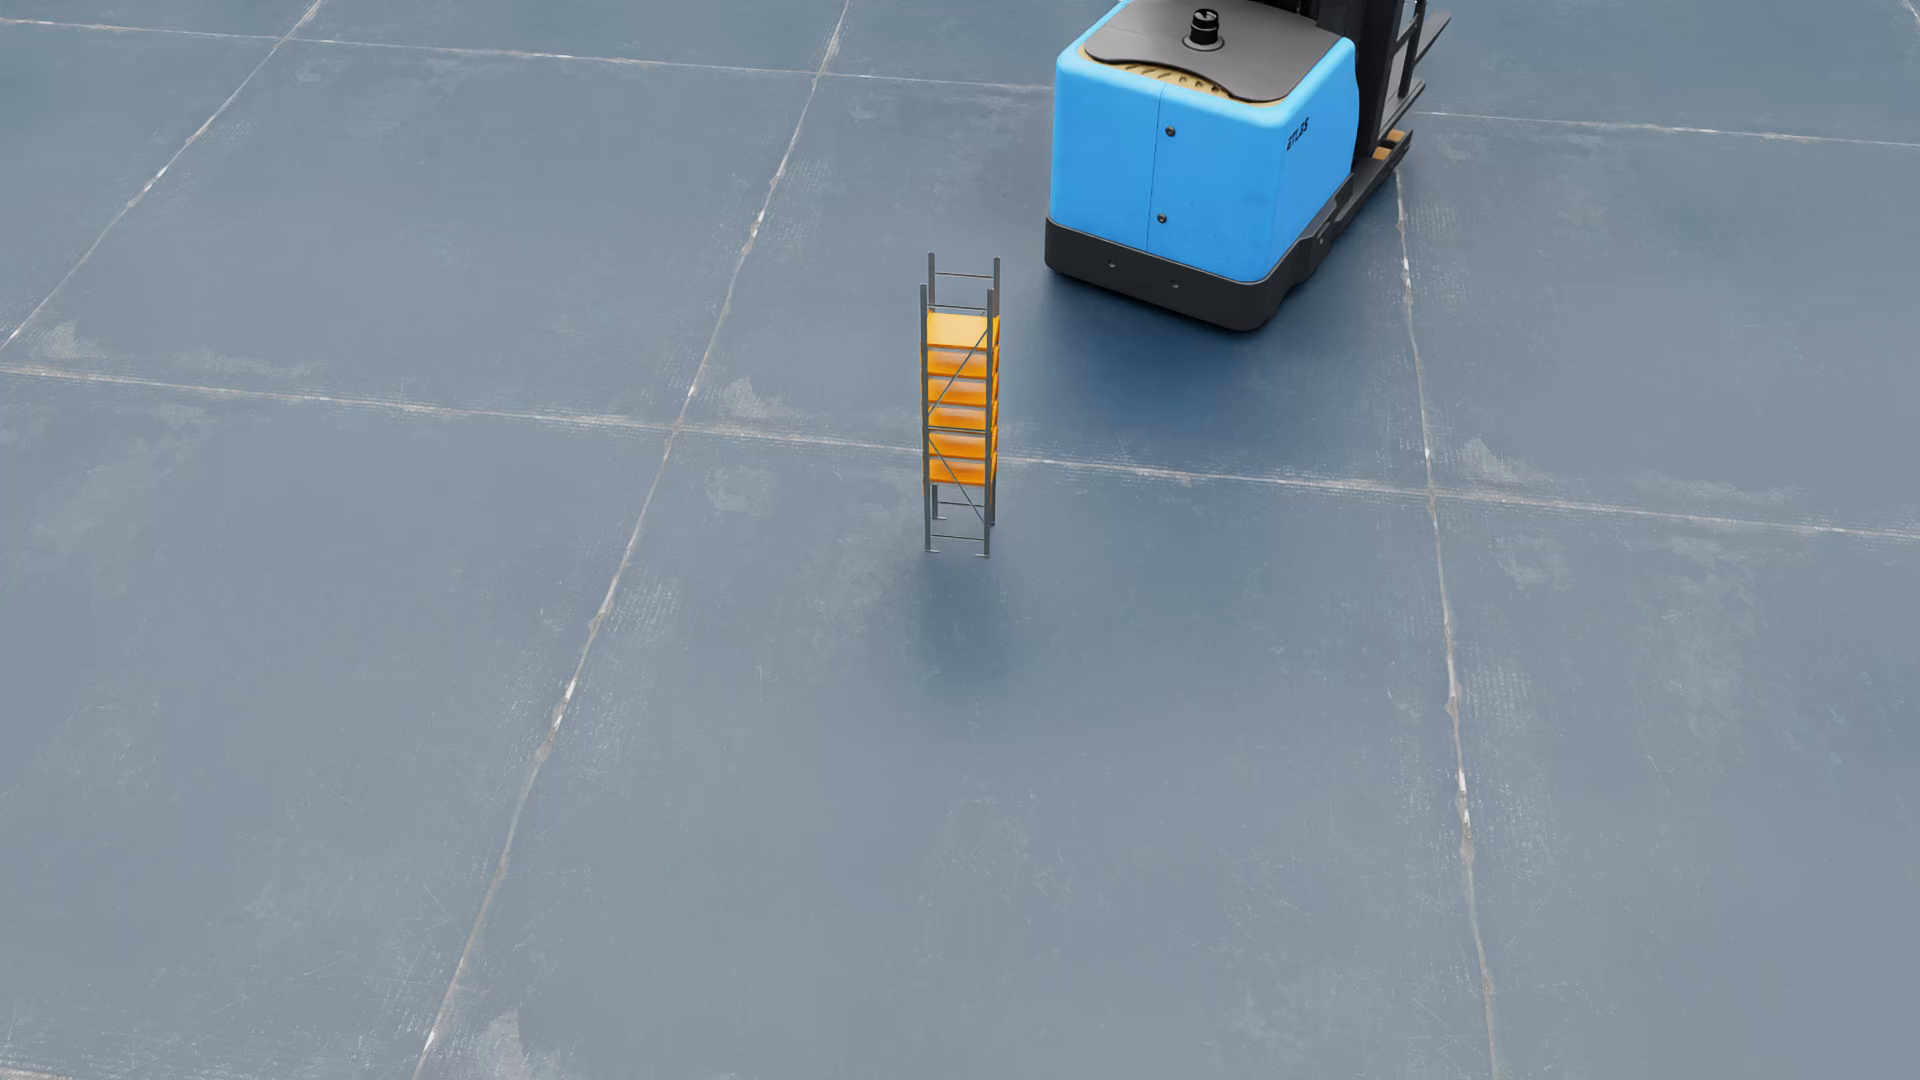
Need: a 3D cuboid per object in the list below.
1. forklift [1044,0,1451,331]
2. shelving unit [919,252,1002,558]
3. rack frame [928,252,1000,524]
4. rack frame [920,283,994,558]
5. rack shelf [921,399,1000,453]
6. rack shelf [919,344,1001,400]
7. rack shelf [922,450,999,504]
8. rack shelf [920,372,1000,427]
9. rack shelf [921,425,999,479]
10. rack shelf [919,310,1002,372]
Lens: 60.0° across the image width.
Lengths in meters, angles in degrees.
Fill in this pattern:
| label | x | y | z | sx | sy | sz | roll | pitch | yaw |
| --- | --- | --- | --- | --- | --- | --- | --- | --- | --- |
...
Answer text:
| label | x | y | z | sx | sy | sz | roll | pitch | yaw |
| --- | --- | --- | --- | --- | --- | --- | --- | --- | --- |
| forklift | 1.566 | -2.954 | 7.238 | 1.130 | 2.935 | 3.031 | 22 | 48 | 22 |
| shelving unit | 0.002 | -0.446 | 5.848 | 0.258 | 1.200 | 0.189 | 5 | 44 | 6 |
| rack frame | 0.014 | -0.508 | 5.914 | 0.240 | 1.200 | 0.006 | 5 | 44 | 6 |
| rack frame | -0.010 | -0.383 | 5.782 | 0.240 | 1.200 | 0.006 | 5 | 44 | 6 |
| rack shelf | 0.002 | -0.413 | 5.878 | 0.258 | 0.103 | 0.180 | 5 | 44 | 6 |
| rack shelf | 0.002 | -0.588 | 5.713 | 0.258 | 0.103 | 0.180 | 5 | 44 | 6 |
| rack shelf | 0.002 | -0.239 | 6.043 | 0.258 | 0.103 | 0.180 | 5 | 44 | 6 |
| rack shelf | 0.002 | -0.500 | 5.796 | 0.258 | 0.103 | 0.180 | 5 | 44 | 6 |
| rack shelf | 0.002 | -0.326 | 5.961 | 0.258 | 0.103 | 0.180 | 5 | 44 | 6 |
| rack shelf | 0.002 | -0.675 | 5.631 | 0.258 | 0.103 | 0.180 | 5 | 44 | 6 |
